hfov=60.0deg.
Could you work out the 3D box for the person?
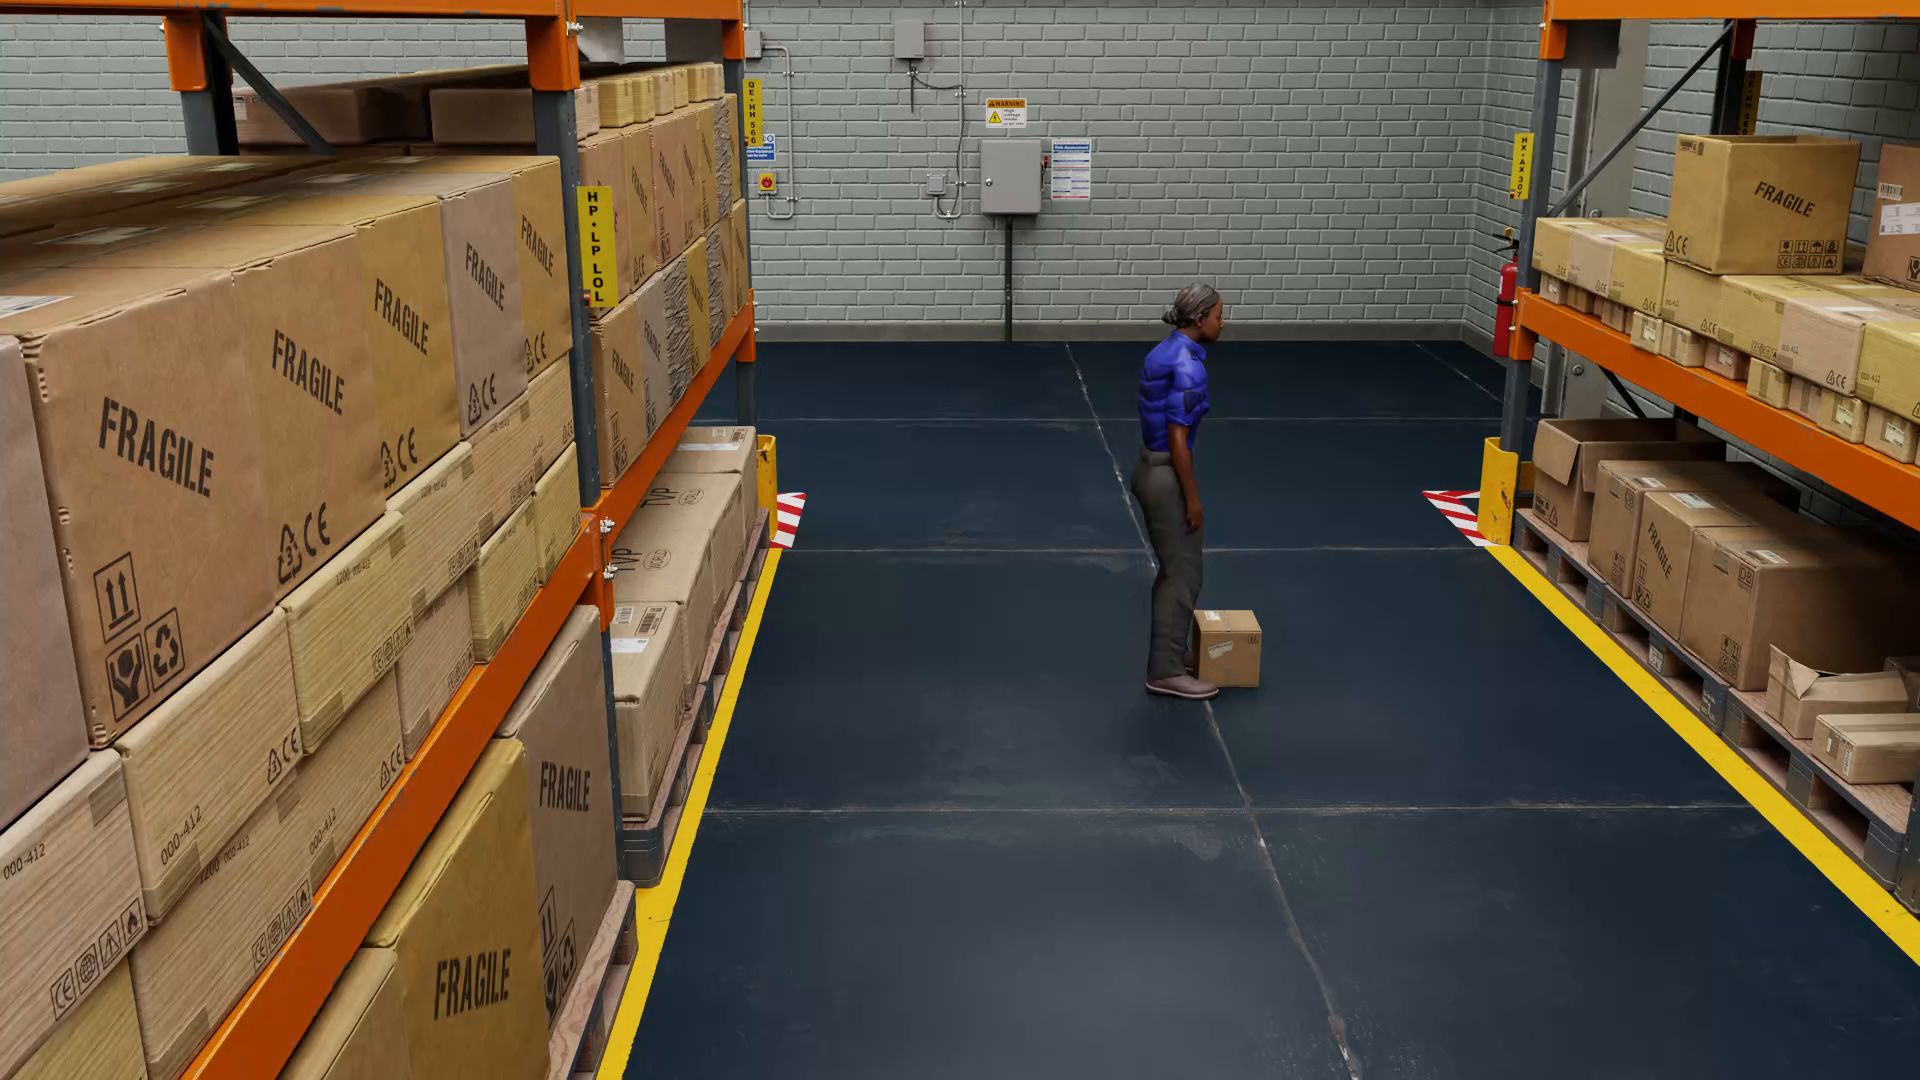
[{"bbox_3d":[0.903,-0.213,6.743,0.403,1.653,0.530,-1,17,-4],"label":"person"}]
